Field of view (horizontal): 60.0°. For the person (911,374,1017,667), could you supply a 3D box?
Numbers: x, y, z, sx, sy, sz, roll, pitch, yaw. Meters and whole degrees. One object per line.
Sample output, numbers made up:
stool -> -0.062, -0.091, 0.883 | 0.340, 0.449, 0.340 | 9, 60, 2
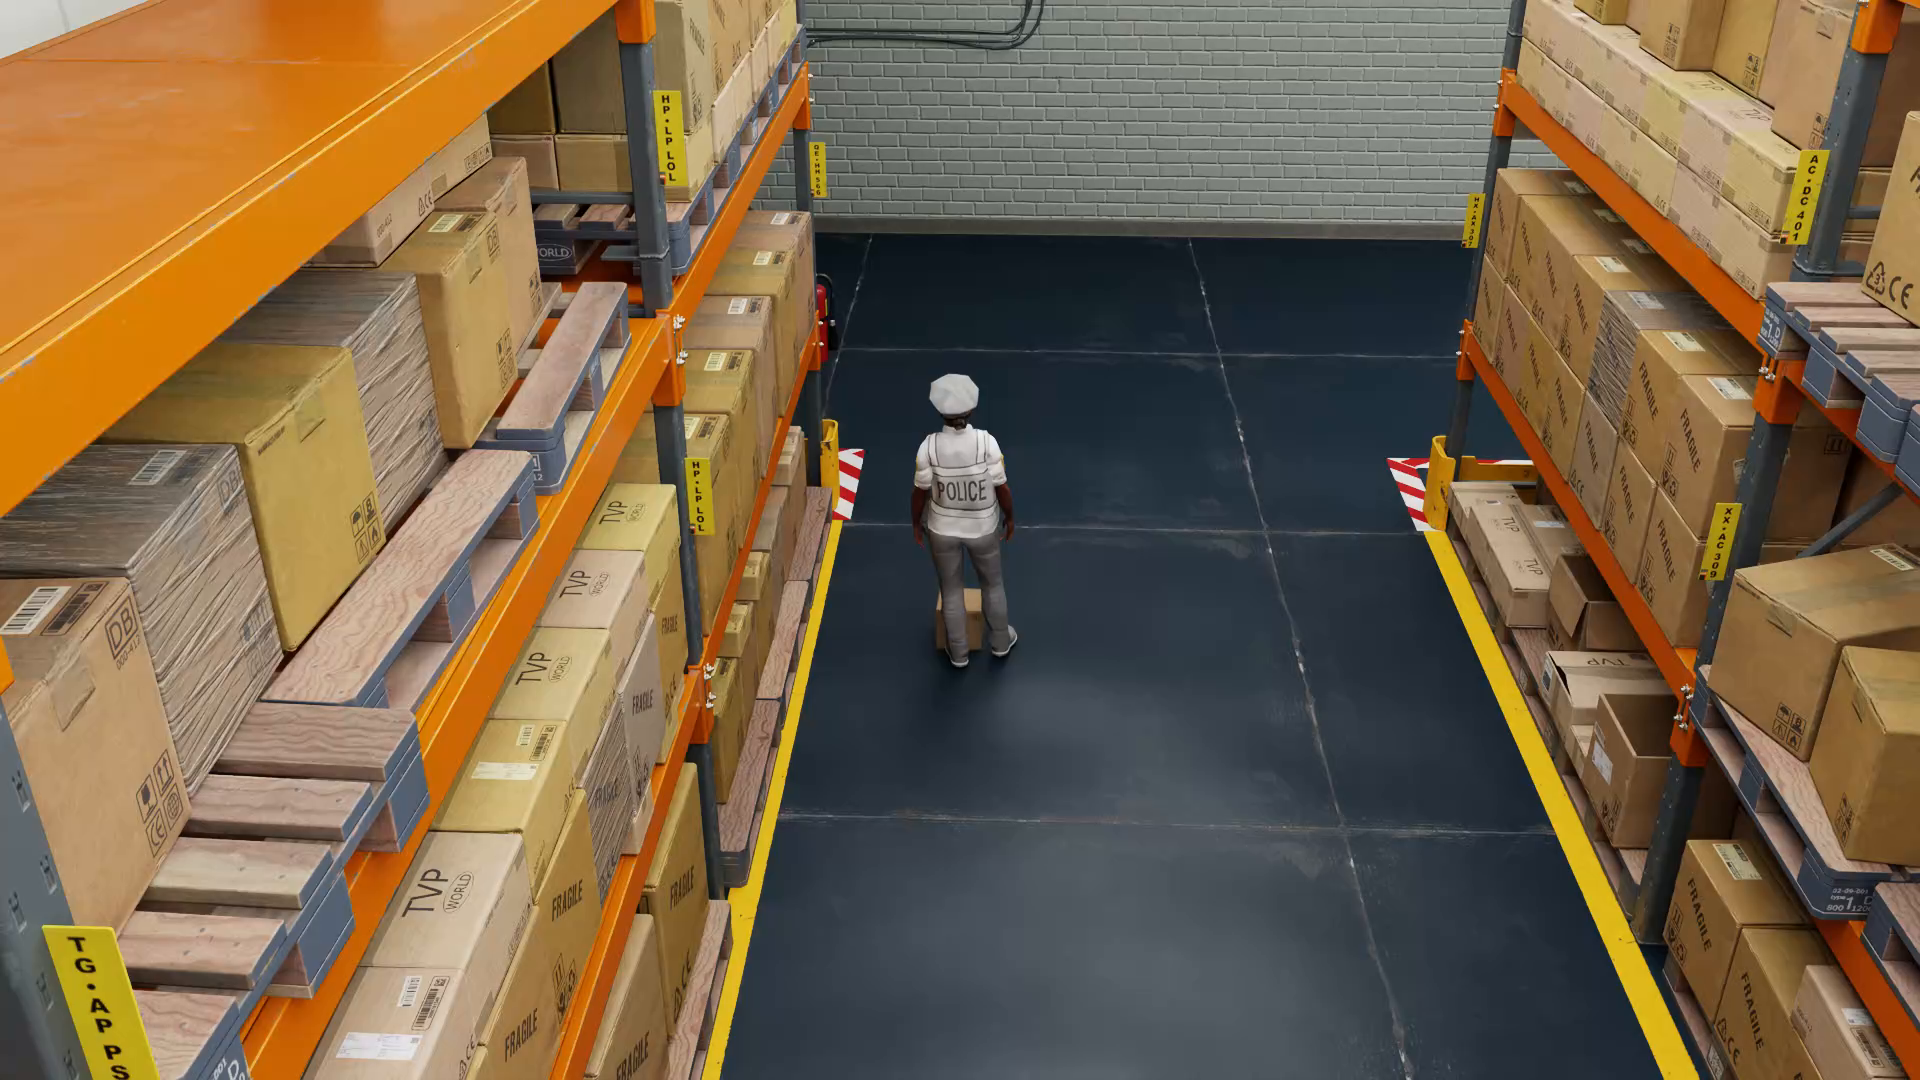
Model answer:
person -> 0.030, -0.107, 8.768 | 0.569, 1.695, 0.528 | 1, 28, 1
